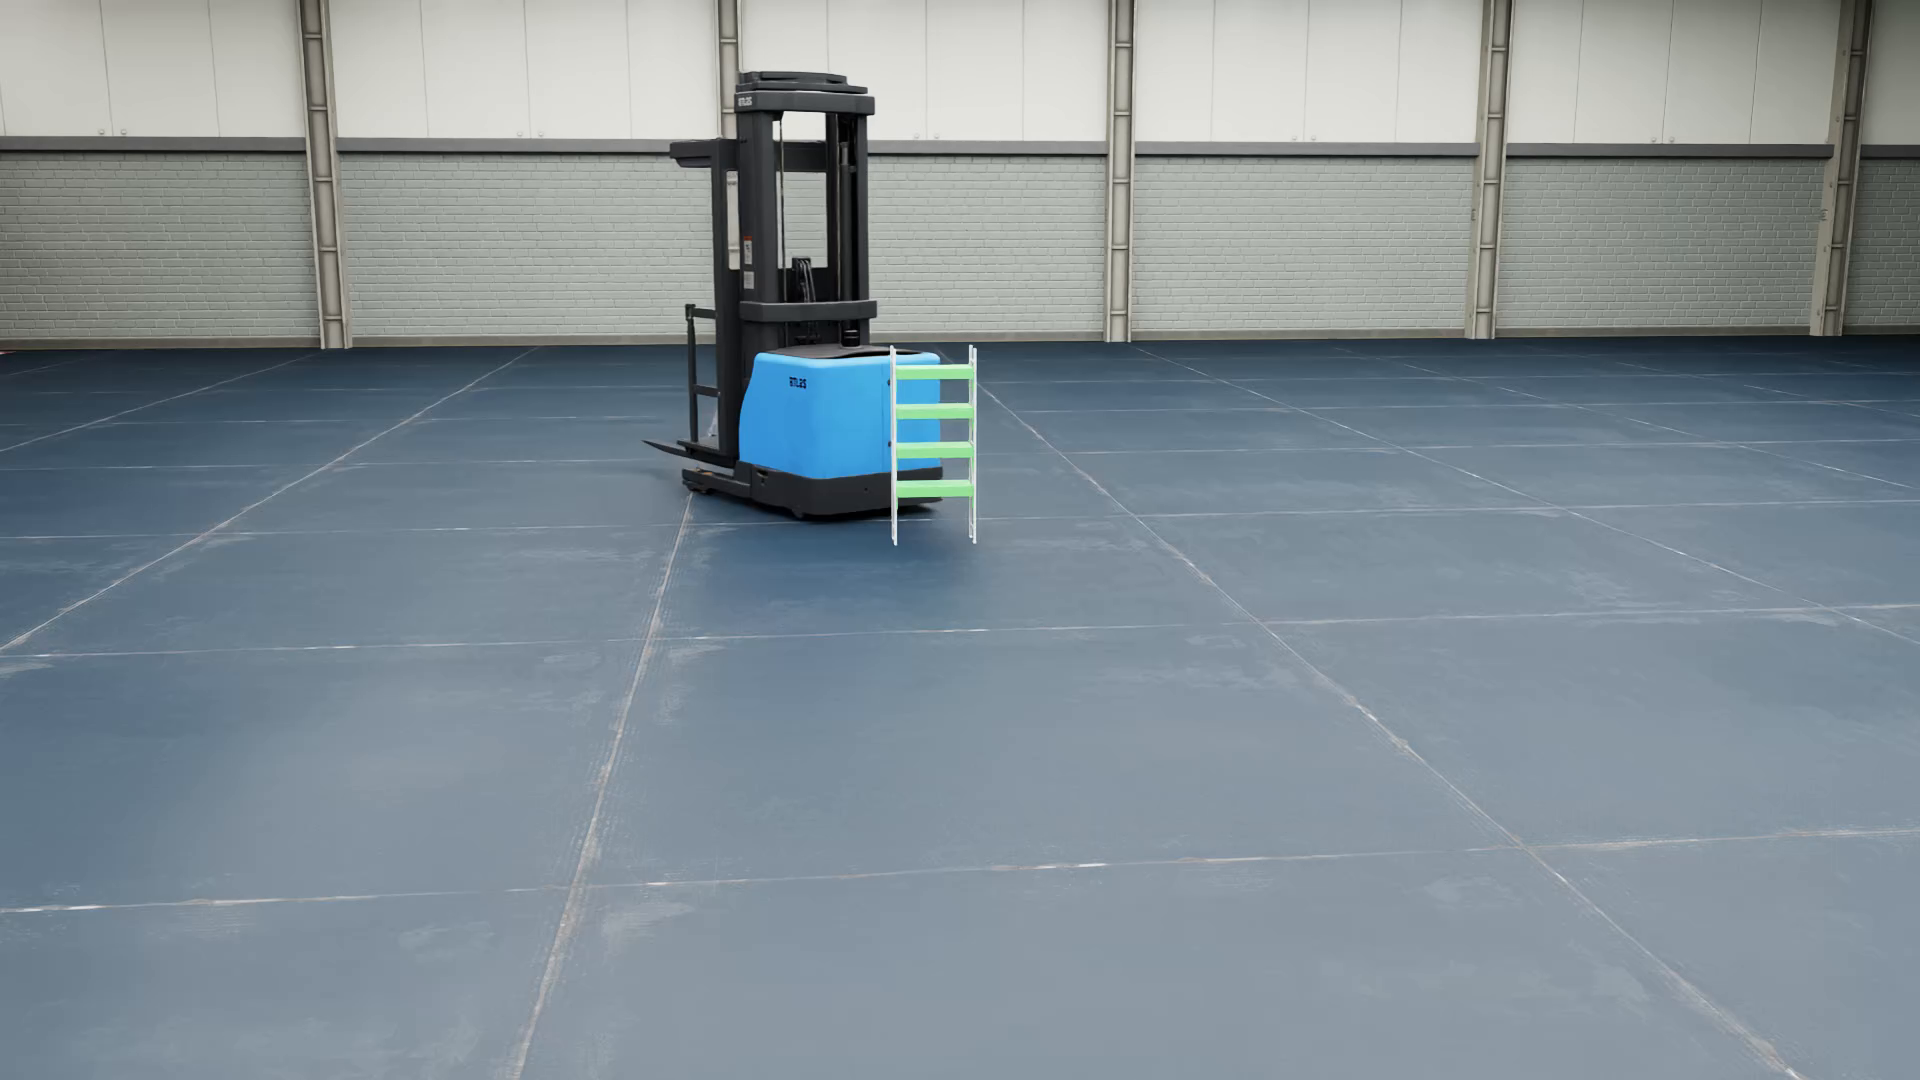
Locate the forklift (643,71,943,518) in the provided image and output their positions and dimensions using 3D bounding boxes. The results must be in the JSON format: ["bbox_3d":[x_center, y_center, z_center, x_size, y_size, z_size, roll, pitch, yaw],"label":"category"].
[{"bbox_3d":[-1.383,-1.816,12.007,1.130,2.935,3.031,-8,14,-35],"label":"forklift"}]

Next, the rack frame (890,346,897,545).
[{"bbox_3d":[-0.407,-0.580,10.209,0.015,1.200,0.240,-1,11,-6],"label":"rack frame"}]

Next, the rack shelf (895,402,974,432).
[{"bbox_3d":[-0.165,-0.758,10.201,0.480,0.148,0.258,-1,11,-6],"label":"rack shelf"}]

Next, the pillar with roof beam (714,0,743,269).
[{"bbox_3d":[-3.005,-6.628,20.753,0.400,9.000,9.100,-1,11,-6],"label":"pillar with roof beam"}]

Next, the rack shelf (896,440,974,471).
[{"bbox_3d":[-0.165,-0.523,10.247,0.480,0.148,0.258,-1,11,-6],"label":"rack shelf"}]

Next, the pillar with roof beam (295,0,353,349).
[{"bbox_3d":[-8.970,-6.503,20.117,0.400,9.000,9.100,-1,11,-6],"label":"pillar with roof beam"}]

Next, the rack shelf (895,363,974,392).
[{"bbox_3d":[-0.165,-0.994,10.154,0.480,0.148,0.258,-1,11,-6],"label":"rack shelf"}]

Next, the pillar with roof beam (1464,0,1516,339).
[{"bbox_3d":[8.925,-6.878,22.024,0.400,9.000,9.100,-1,11,-6],"label":"pillar with roof beam"}]

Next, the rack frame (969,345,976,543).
[{"bbox_3d":[0.078,-0.590,10.261,0.015,1.200,0.240,-1,11,-6],"label":"rack frame"}]

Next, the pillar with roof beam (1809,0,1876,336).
[{"bbox_3d":[14.890,-7.003,22.660,0.400,9.000,9.100,-1,11,-6],"label":"pillar with roof beam"}]

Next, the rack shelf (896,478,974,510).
[{"bbox_3d":[-0.165,-0.287,10.293,0.480,0.148,0.258,-1,11,-6],"label":"rack shelf"}]

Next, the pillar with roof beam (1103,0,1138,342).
[{"bbox_3d":[2.960,-6.753,21.389,0.400,9.000,9.100,-1,11,-6],"label":"pillar with roof beam"}]

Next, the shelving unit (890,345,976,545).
[{"bbox_3d":[-0.165,-0.585,10.235,0.503,1.200,0.258,-1,11,-6],"label":"shelving unit"}]
